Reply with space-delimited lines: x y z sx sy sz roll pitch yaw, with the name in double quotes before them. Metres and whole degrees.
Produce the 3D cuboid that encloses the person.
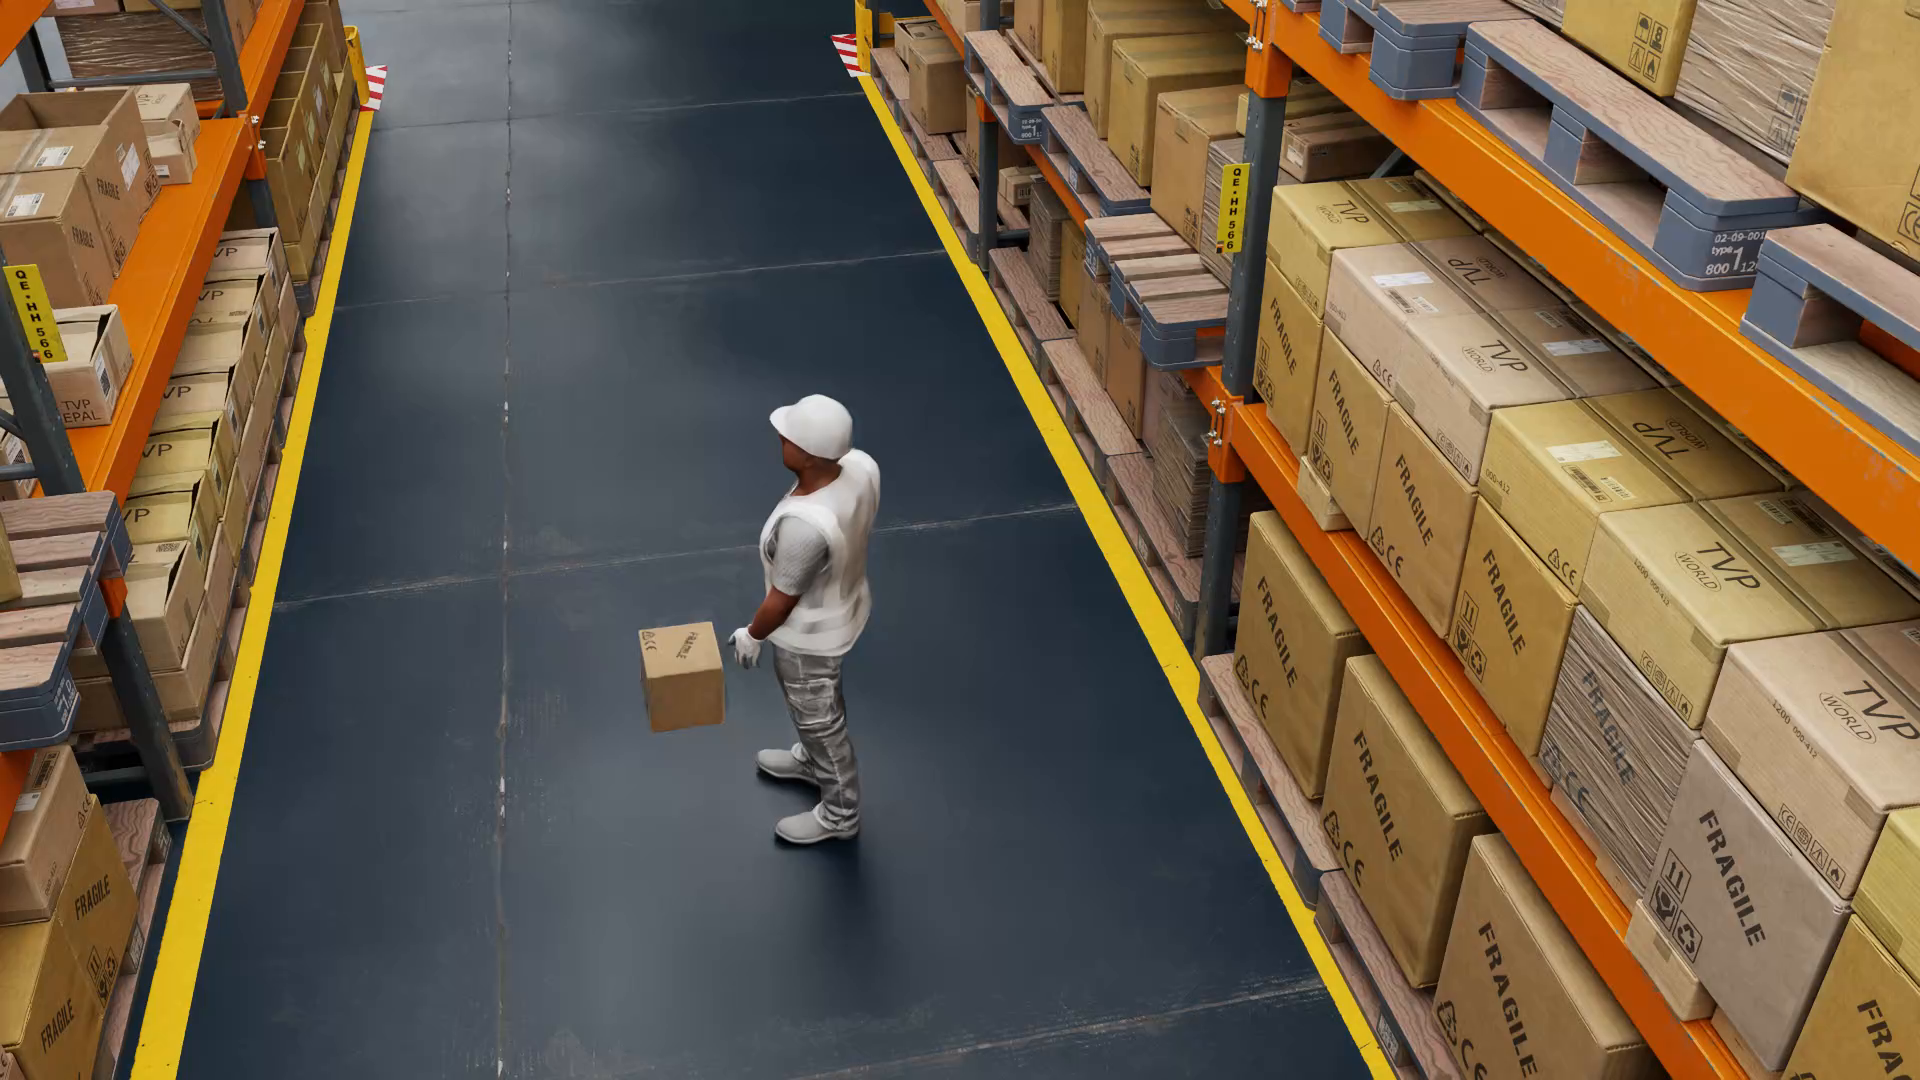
"person" -0.571 0.271 5.709 0.559 1.787 0.563 10 35 14
